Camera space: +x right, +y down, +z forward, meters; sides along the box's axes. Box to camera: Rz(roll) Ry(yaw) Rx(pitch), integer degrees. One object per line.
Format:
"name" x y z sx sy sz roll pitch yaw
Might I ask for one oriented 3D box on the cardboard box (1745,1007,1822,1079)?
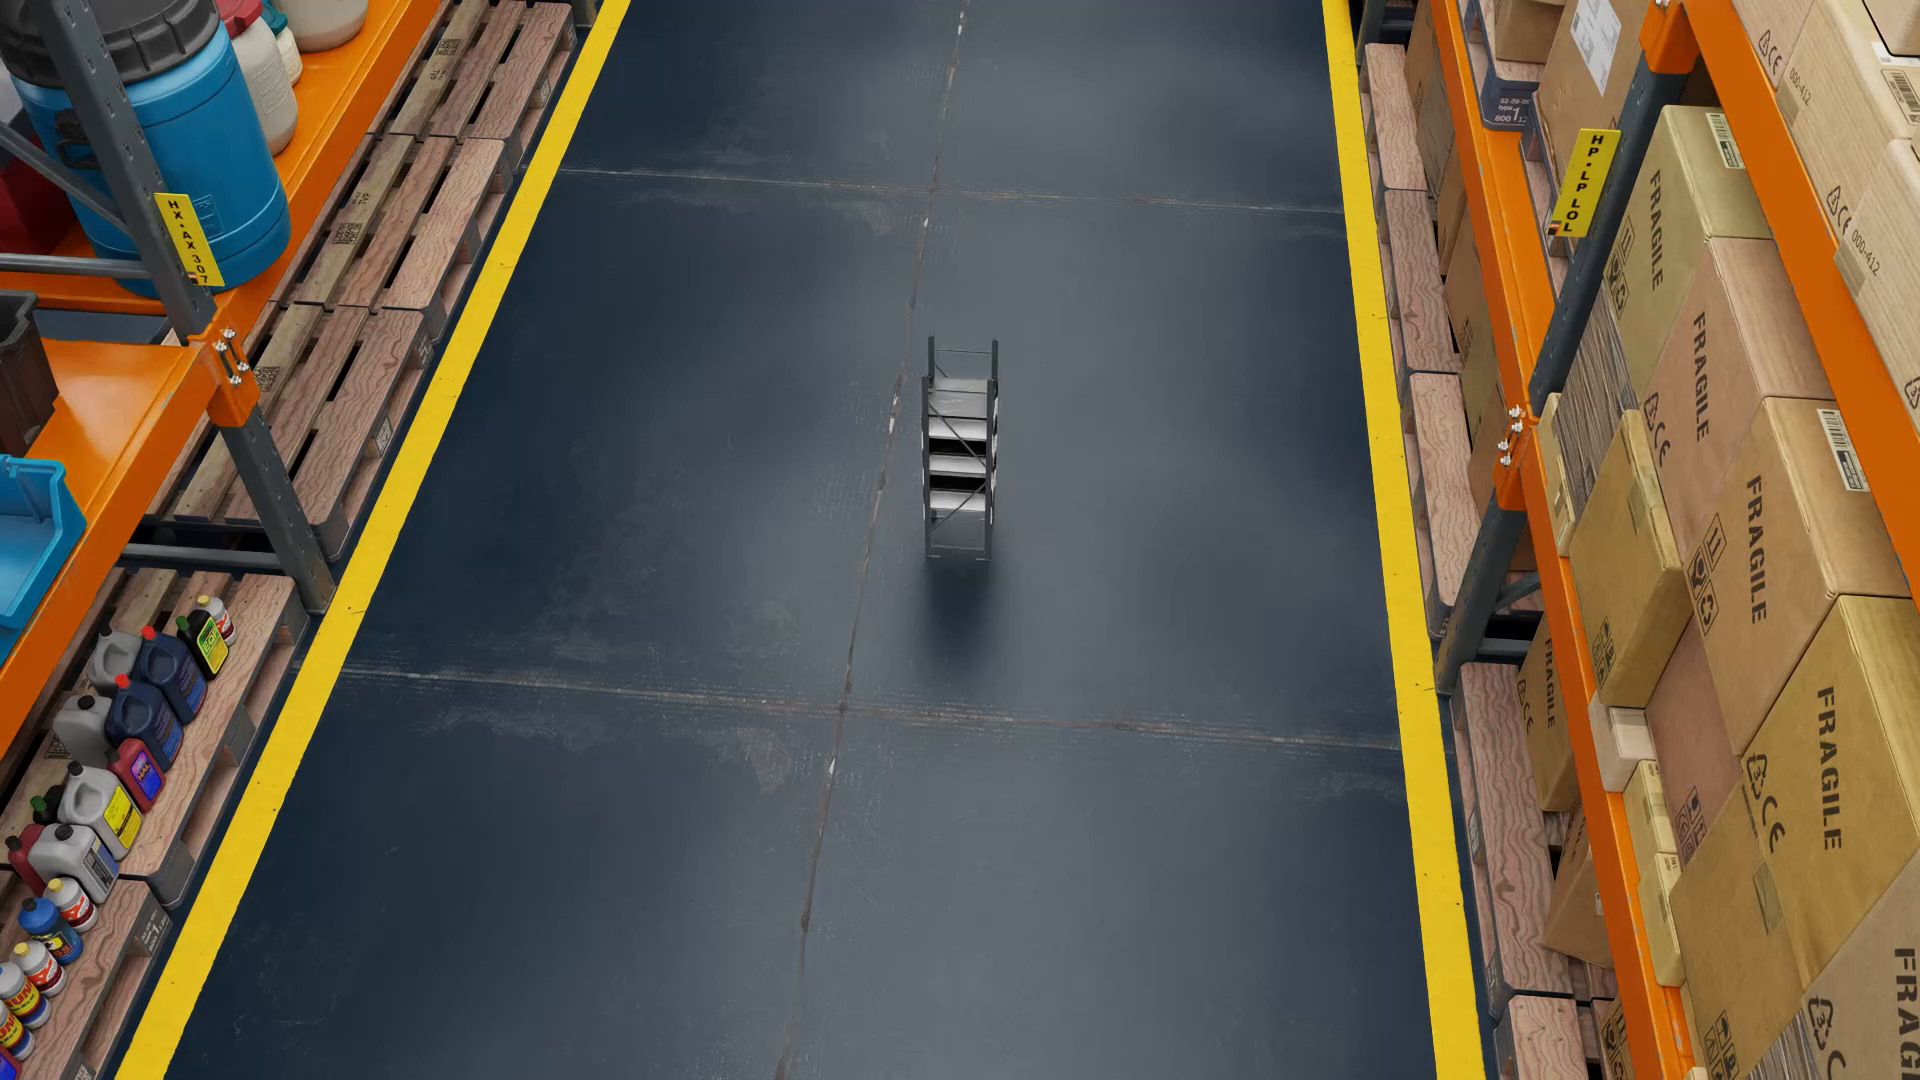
"cardboard box" 1.879 1.176 2.872 0.875 0.500 0.500 4 48 4

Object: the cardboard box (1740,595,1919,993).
"cardboard box" 1.733 0.458 2.851 0.500 0.500 0.500 4 48 4

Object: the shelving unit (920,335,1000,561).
"shelving unit" 0.001 -0.310 5.923 0.258 0.900 0.210 4 48 4

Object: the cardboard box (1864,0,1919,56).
"cardboard box" 1.813 -0.966 2.899 0.380 0.149 0.250 4 48 4

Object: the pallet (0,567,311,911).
"pallet" -2.883 0.612 5.547 1.003 0.211 1.213 4 48 4

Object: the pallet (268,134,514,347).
"pallet" -2.639 -1.357 7.348 1.003 0.211 1.213 4 48 4

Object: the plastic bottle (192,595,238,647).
"plastic bottle" -2.503 0.264 5.574 0.097 0.201 0.097 0 48 0

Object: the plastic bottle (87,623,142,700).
"plastic bottle" -2.696 0.409 5.341 0.144 0.351 0.185 4 48 4

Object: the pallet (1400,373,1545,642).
"pallet" 2.221 -0.118 6.215 1.003 0.211 1.213 4 48 4

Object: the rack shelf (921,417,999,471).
"rack shelf" 0.001 -0.348 5.882 0.258 0.077 0.200 4 48 4

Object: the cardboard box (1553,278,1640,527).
"cardboard box" 2.049 -0.294 4.217 0.875 0.500 0.500 4 48 4

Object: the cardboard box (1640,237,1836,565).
"cardboard box" 1.813 -0.277 3.524 0.500 0.500 0.500 4 48 4

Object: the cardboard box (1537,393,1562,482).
"cardboard box" 1.833 -0.264 4.629 0.380 0.149 0.250 4 48 4

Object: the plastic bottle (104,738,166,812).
"plastic bottle" -2.543 0.705 5.115 0.061 0.283 0.133 7 48 6

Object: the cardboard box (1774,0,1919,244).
"cardboard box" 1.812 -0.746 2.968 0.500 0.250 0.500 3 48 3

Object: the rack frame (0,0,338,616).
"rack frame" -2.781 -0.820 4.967 1.000 3.000 0.127 4 48 4

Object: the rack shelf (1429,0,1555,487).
"rack shelf" 2.334 -1.714 6.272 1.077 0.370 4.000 4 48 4

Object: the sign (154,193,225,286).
"sign" -2.234 -0.868 4.824 0.100 0.325 0.005 4 48 4

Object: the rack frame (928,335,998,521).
"rack frame" 0.010 -0.384 5.992 0.240 0.900 0.006 4 48 4

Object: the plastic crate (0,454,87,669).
"plastic crate" -2.611 0.062 4.261 0.499 0.251 0.616 4 48 4

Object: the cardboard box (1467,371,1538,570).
"cardboard box" 2.229 -0.241 5.834 0.700 0.500 0.500 1 48 1

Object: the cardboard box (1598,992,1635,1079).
"cardboard box" 2.052 1.389 4.356 0.500 0.500 0.500 0 48 0

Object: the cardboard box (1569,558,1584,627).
"cardboard box" 1.802 0.104 4.292 0.380 0.149 0.250 4 48 4

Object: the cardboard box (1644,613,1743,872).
"cardboard box" 2.023 0.445 3.541 0.875 0.500 0.500 4 48 4

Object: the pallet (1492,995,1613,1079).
"pallet" 2.017 1.849 4.416 1.003 0.211 1.213 4 48 4

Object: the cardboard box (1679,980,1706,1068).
"cardboard box" 1.732 1.026 3.449 0.380 0.149 0.250 4 48 4

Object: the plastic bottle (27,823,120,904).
"plastic bottle" -2.618 0.941 4.904 0.152 0.276 0.135 5 48 4

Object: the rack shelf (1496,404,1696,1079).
"rack shelf" 1.969 1.226 3.584 1.077 0.370 4.000 4 48 4

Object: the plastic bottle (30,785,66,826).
"plastic bottle" -2.704 0.831 4.999 0.061 0.283 0.133 4 48 4

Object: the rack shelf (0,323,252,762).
"rack shelf" -2.963 0.893 3.888 1.077 0.370 4.000 4 48 4

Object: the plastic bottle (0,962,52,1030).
"plastic bottle" -2.629 1.255 4.620 0.097 0.271 0.097 0 48 0

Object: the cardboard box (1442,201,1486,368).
"cardboard box" 2.342 -1.002 6.529 0.700 0.500 0.500 0 48 0

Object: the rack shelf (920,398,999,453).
"rack shelf" 0.001 -0.409 5.815 0.258 0.077 0.200 4 48 4

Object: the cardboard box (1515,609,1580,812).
"cardboard box" 2.075 0.506 5.163 0.500 0.500 0.500 3 48 2

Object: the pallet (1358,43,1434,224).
"pallet" 2.443 -1.911 7.855 1.003 0.211 1.213 4 48 4

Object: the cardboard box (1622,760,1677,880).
"cardboard box" 1.743 0.656 3.788 0.380 0.149 0.250 4 48 4

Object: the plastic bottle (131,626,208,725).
"plastic bottle" -2.552 0.418 5.332 0.144 0.351 0.185 3 48 2

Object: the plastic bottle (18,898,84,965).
"plastic bottle" -2.611 1.106 4.756 0.097 0.271 0.097 0 48 0

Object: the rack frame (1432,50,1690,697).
"rack frame" 2.152 -0.487 4.662 1.000 3.000 0.127 4 48 4

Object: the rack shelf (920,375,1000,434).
"rack shelf" 0.001 -0.469 5.749 0.258 0.077 0.200 4 48 4

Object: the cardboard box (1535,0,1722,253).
"cardboard box" 2.363 -1.405 4.811 1.000 1.000 1.000 4 48 4

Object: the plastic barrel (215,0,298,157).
"plastic barrel" -2.475 -1.554 5.546 0.433 0.535 0.433 0 48 0

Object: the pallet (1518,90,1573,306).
"pallet" 2.366 -0.974 5.238 1.003 0.211 1.213 4 48 4

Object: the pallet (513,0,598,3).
"pallet" -2.386 -3.400 9.217 1.003 0.211 1.213 4 48 4

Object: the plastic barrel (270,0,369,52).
"plastic barrel" -2.408 -2.093 6.040 0.433 0.535 0.433 0 48 0

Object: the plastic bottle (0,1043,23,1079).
"plastic bottle" -2.631 1.411 4.469 0.061 0.283 0.133 5 48 4

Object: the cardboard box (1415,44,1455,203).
"cardboard box" 2.437 -1.829 7.286 0.700 0.500 0.500 0 48 0
